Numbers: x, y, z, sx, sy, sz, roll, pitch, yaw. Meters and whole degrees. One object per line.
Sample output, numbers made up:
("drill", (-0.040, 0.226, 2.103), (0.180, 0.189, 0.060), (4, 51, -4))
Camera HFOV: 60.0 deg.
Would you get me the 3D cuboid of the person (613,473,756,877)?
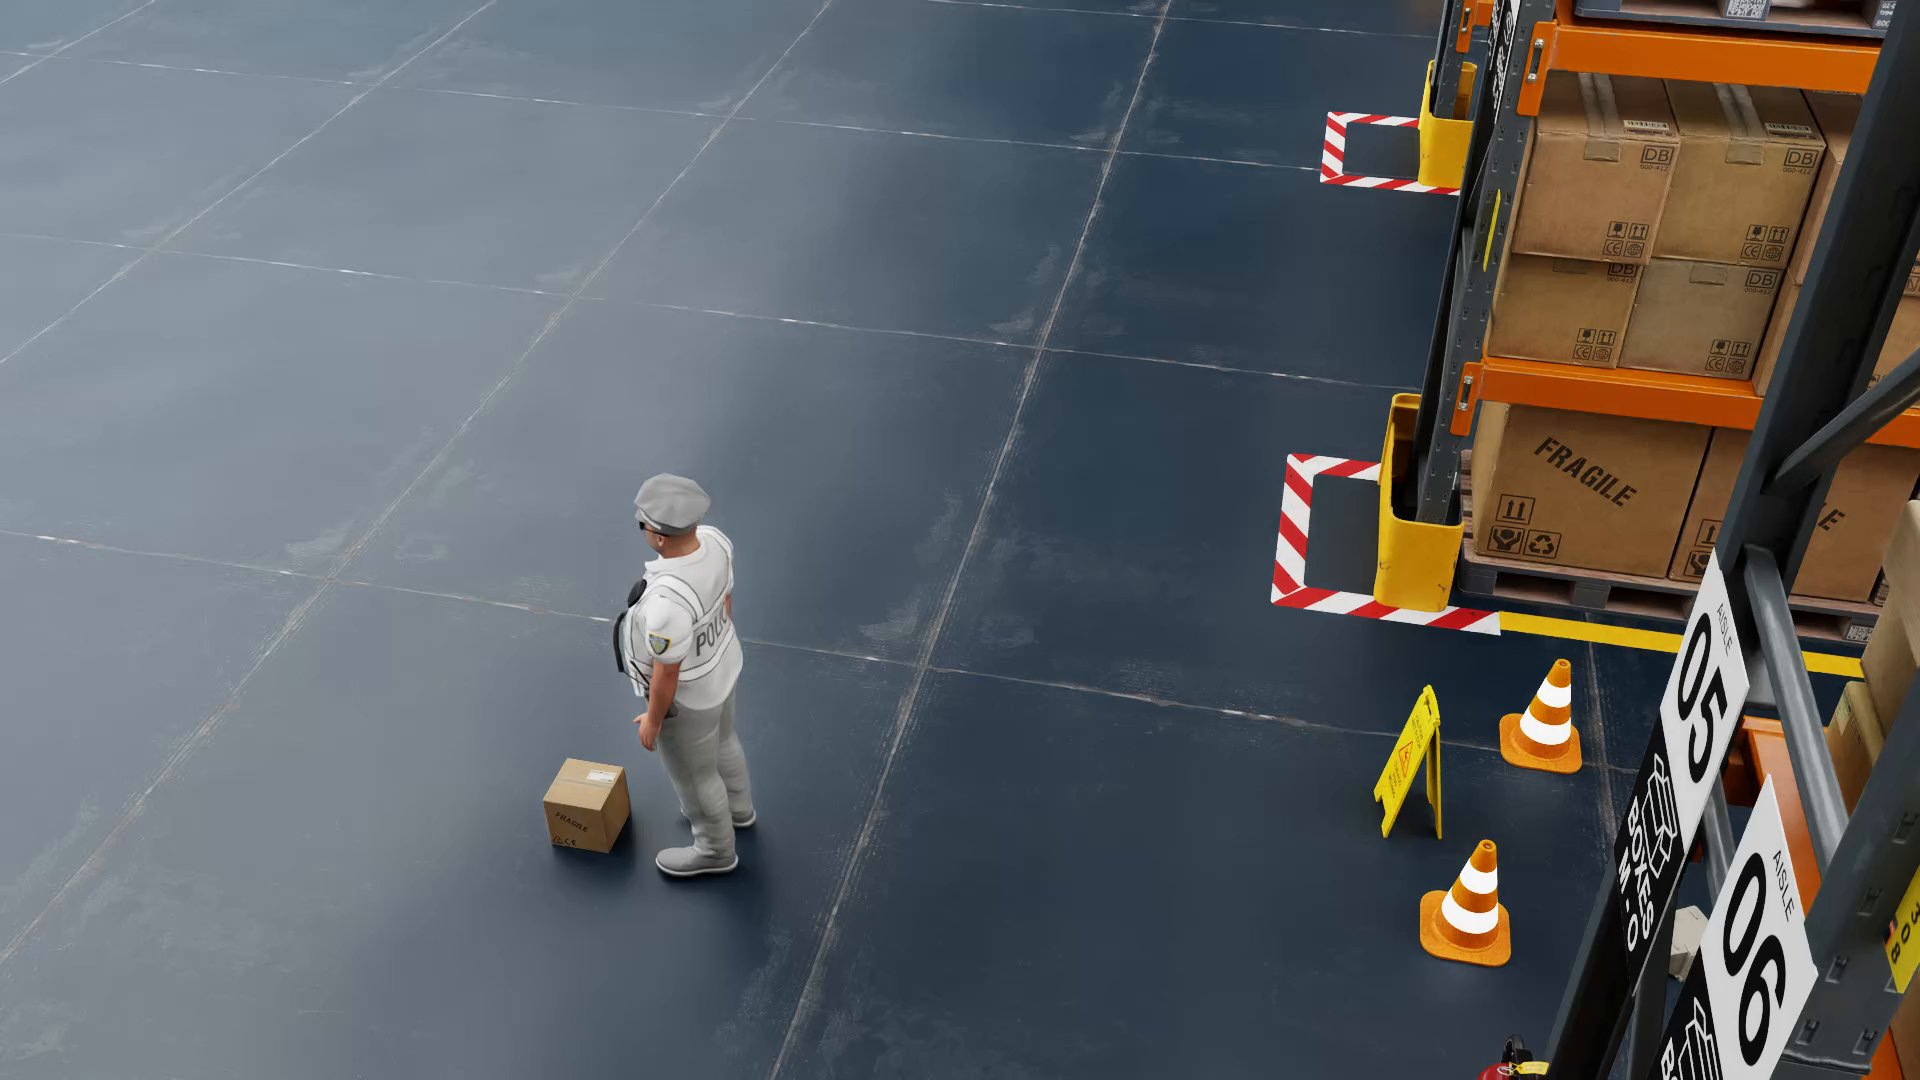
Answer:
("person", (-1.022, 0.522, 6.212), (0.392, 1.769, 0.539), (8, 37, 11))
